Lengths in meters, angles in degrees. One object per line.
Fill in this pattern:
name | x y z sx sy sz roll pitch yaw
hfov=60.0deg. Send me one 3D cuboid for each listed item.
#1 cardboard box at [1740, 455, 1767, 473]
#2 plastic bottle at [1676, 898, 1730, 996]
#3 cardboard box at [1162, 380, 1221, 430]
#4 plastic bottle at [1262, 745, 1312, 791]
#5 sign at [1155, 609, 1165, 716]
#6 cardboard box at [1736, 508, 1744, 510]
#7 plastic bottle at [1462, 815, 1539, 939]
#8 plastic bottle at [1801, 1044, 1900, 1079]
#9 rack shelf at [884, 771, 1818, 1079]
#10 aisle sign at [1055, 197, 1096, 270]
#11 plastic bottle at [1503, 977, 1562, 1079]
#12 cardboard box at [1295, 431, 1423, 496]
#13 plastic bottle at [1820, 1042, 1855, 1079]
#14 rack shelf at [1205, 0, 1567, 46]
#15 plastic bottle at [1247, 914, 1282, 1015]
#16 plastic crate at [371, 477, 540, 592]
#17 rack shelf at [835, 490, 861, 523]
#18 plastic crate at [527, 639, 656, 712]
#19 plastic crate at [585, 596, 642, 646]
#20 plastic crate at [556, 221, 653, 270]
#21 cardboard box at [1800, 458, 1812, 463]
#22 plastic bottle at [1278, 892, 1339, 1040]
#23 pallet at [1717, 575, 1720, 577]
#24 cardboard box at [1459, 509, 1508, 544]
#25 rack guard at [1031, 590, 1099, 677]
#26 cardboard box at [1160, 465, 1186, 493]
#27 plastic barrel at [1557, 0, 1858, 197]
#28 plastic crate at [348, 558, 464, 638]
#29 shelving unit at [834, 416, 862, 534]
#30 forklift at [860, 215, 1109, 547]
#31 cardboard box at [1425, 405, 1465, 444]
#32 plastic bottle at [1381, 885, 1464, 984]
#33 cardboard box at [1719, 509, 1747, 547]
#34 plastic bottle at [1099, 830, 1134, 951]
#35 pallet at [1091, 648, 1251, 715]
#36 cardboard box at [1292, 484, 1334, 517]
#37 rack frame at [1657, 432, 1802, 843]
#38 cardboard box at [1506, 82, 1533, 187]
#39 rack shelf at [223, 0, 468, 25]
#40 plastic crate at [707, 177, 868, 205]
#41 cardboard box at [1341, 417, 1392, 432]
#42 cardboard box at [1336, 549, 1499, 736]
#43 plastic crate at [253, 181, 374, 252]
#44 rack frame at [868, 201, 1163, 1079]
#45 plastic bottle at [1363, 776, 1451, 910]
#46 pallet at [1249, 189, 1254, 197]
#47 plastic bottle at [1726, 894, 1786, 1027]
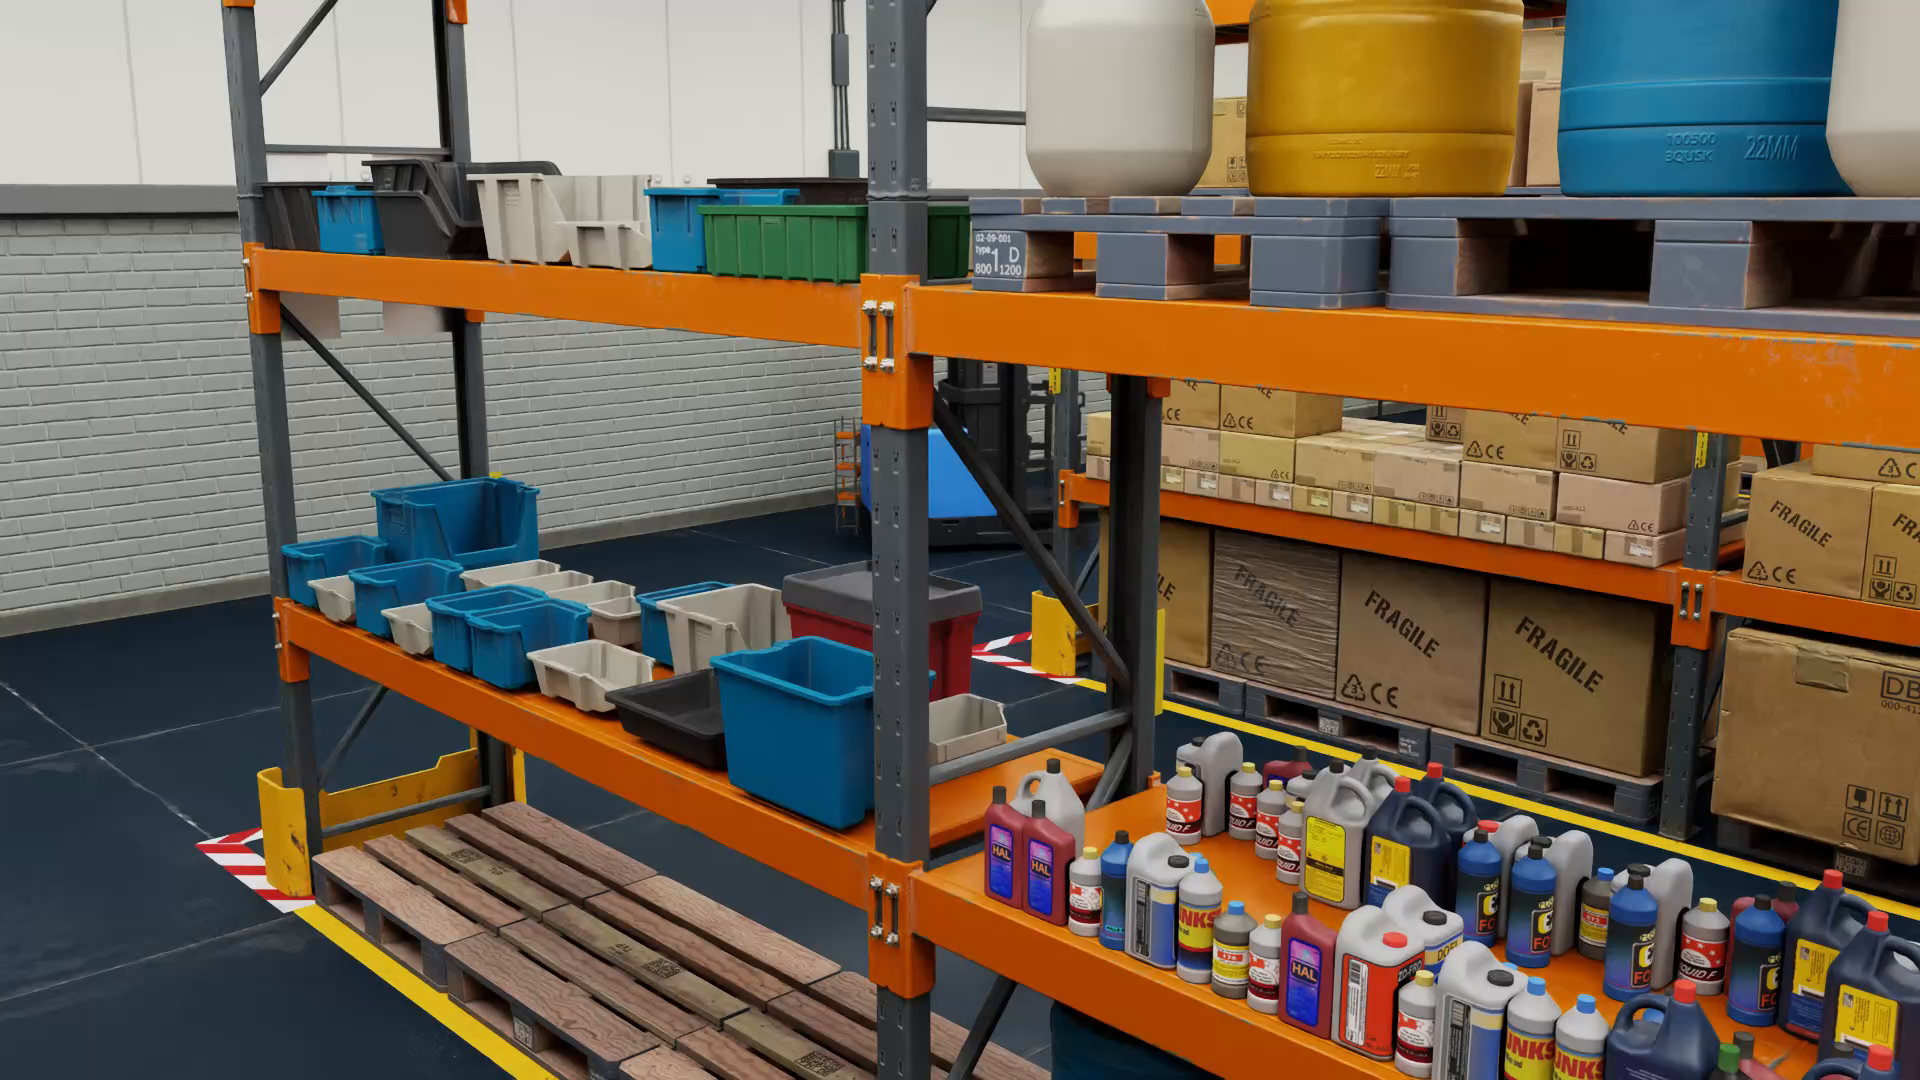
cardboard box | 8.693 -0.938 17.341 0.875 0.438 0.875 11 16 43
plastic bottle | 1.637 0.888 3.659 0.097 0.201 0.097 0 12 0
cardboard box | 1.479 -0.948 9.855 0.500 0.500 0.500 11 16 44
plastic bottle | 0.876 0.682 4.457 0.061 0.283 0.133 -11 16 -43
sign | 0.577 0.373 4.981 0.100 0.325 0.005 -11 16 -43
cardboard box | 5.937 -0.130 12.657 0.380 0.149 0.250 -11 16 -42
plastic bottle | 1.284 0.785 3.974 0.152 0.276 0.135 -11 16 -43
plastic bottle | 1.483 0.998 2.758 0.144 0.351 0.185 -11 16 -43
rack shelf | 1.559 1.229 3.294 1.077 0.370 4.000 -11 16 -43
aisle sign | 0.731 -1.931 10.408 0.394 0.787 0.004 -11 16 -43
plastic bottle | 1.082 0.958 3.145 0.097 0.271 0.097 0 12 0
cardboard box | 2.206 -0.429 9.196 0.500 0.250 0.500 -11 16 -44
plastic bottle | 1.539 1.012 2.853 0.061 0.283 0.133 -11 16 -43
rack shelf | 2.379 -2.787 8.913 1.077 0.370 4.000 -11 16 -43
plastic bottle | 0.669 0.906 3.575 0.097 0.201 0.097 0 12 0
plastic crate | -2.218 -0.023 7.351 0.616 0.435 0.499 -11 16 -43
rack shelf | -1.009 -0.312 15.252 0.215 0.259 0.240 2 12 12
plastic crate | -1.242 0.473 5.689 0.293 0.136 0.466 -11 16 -43
plastic crate | -1.273 0.317 6.444 0.298 0.136 0.250 -11 16 -43
plastic crate | -0.976 -0.888 5.006 0.293 0.136 0.466 -11 16 -43
cardboard box | 4.280 -0.124 7.832 0.500 0.500 0.500 -11 16 -42
plastic bottle | 0.736 0.885 3.473 0.061 0.283 0.133 -11 16 -43
pallet | 6.081 0.313 12.869 1.003 0.211 1.213 -11 16 -43
cardboard box | 2.780 -0.094 8.555 0.380 0.149 0.250 -11 16 -42
rack guard | 0.981 0.532 11.091 1.175 0.500 0.348 -11 16 -43
cardboard box | 1.359 -0.394 10.011 0.250 0.149 0.380 11 16 44
plastic barrel | 1.467 -1.108 3.137 0.600 0.901 0.708 -11 16 -43
plastic crate | -2.198 0.232 6.619 0.416 0.233 0.300 -11 16 -43
shelving unit | -1.011 -0.595 15.195 0.215 1.050 0.252 2 12 12
forklift | 0.660 -1.465 14.757 3.031 2.935 1.130 -2 12 -12
cardboard box | 2.917 -0.798 9.130 0.500 0.500 0.500 11 16 43
plastic bottle | 0.971 0.880 3.512 0.152 0.276 0.135 -11 16 -43
cardboard box | 3.796 -0.072 8.448 0.380 0.149 0.250 -11 16 -42
plastic bottle | 0.375 0.809 3.870 0.097 0.271 0.097 0 12 0
pallet | 1.606 0.783 10.590 1.003 0.211 1.213 -11 16 -43
cardboard box | 2.067 -0.244 9.284 0.250 0.149 0.380 11 16 44
rack frame | 3.760 -0.105 7.988 1.000 3.000 0.127 -11 16 -43
cardboard box | 2.808 -2.063 8.521 0.700 0.500 0.500 -10 15 -40
rack shelf | -1.203 -2.097 5.563 1.077 0.370 4.000 -11 16 -43
plastic crate | -0.482 -1.040 5.414 0.497 0.269 0.590 -11 16 -43
cardboard box | 2.226 -0.579 9.923 0.500 0.250 0.500 11 16 43
cardboard box | 2.740 0.491 9.320 0.875 0.875 0.875 -11 16 -43
plastic crate | -2.520 -1.309 6.721 0.497 0.269 0.590 -11 16 -43
rack frame | 0.178 0.585 4.638 1.000 3.000 0.127 -11 16 -43
plastic bottle | 1.073 0.745 3.985 0.144 0.351 0.185 -11 16 -43
pallet | 2.364 -1.830 9.145 1.003 0.211 1.213 -11 16 -43
plastic bottle | 1.685 0.882 3.516 0.097 0.271 0.097 0 12 0
